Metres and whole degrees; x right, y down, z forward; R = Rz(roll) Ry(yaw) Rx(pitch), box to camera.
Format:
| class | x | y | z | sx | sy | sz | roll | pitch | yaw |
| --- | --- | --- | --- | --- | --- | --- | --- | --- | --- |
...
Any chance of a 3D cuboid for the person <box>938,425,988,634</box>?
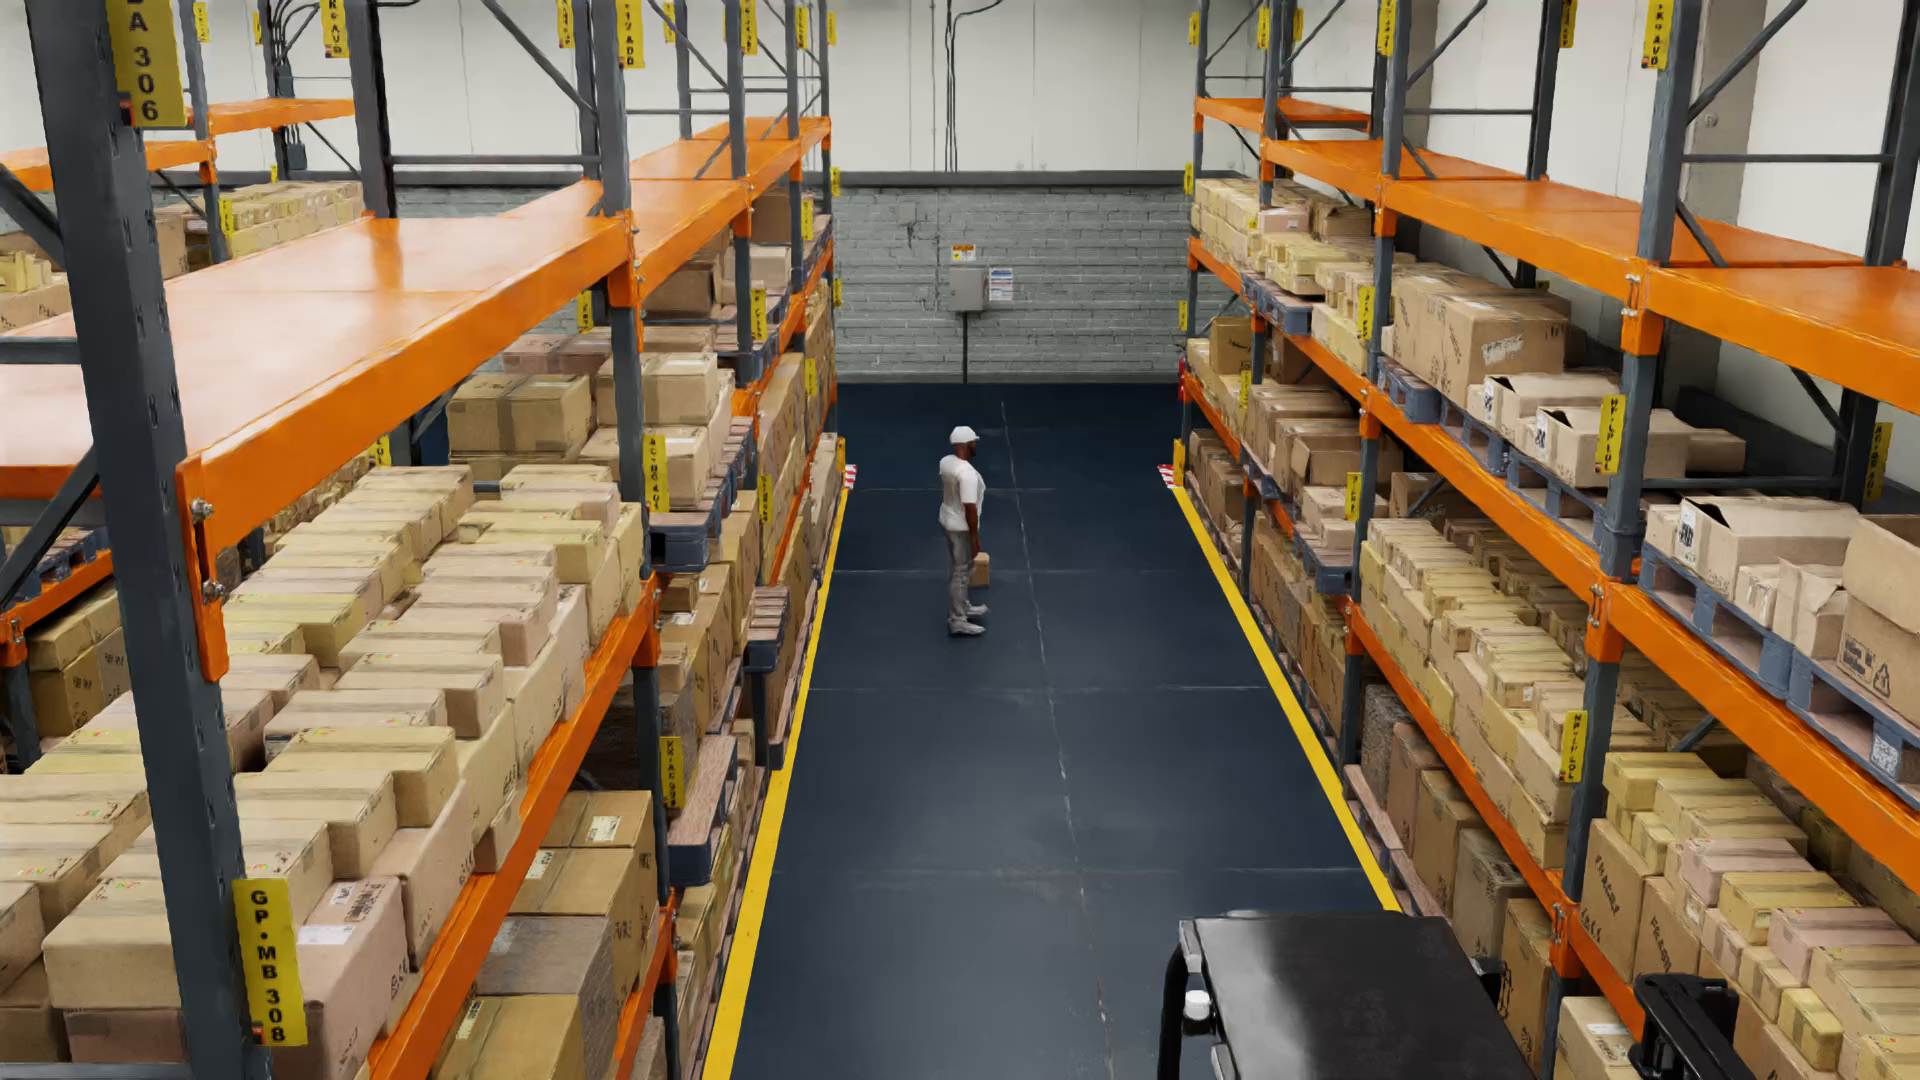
| class | x | y | z | sx | sy | sz | roll | pitch | yaw |
| --- | --- | --- | --- | --- | --- | --- | --- | --- | --- |
| person | 0.072 | -0.120 | 14.293 | 0.470 | 1.770 | 0.636 | -6 | 18 | -19 |
